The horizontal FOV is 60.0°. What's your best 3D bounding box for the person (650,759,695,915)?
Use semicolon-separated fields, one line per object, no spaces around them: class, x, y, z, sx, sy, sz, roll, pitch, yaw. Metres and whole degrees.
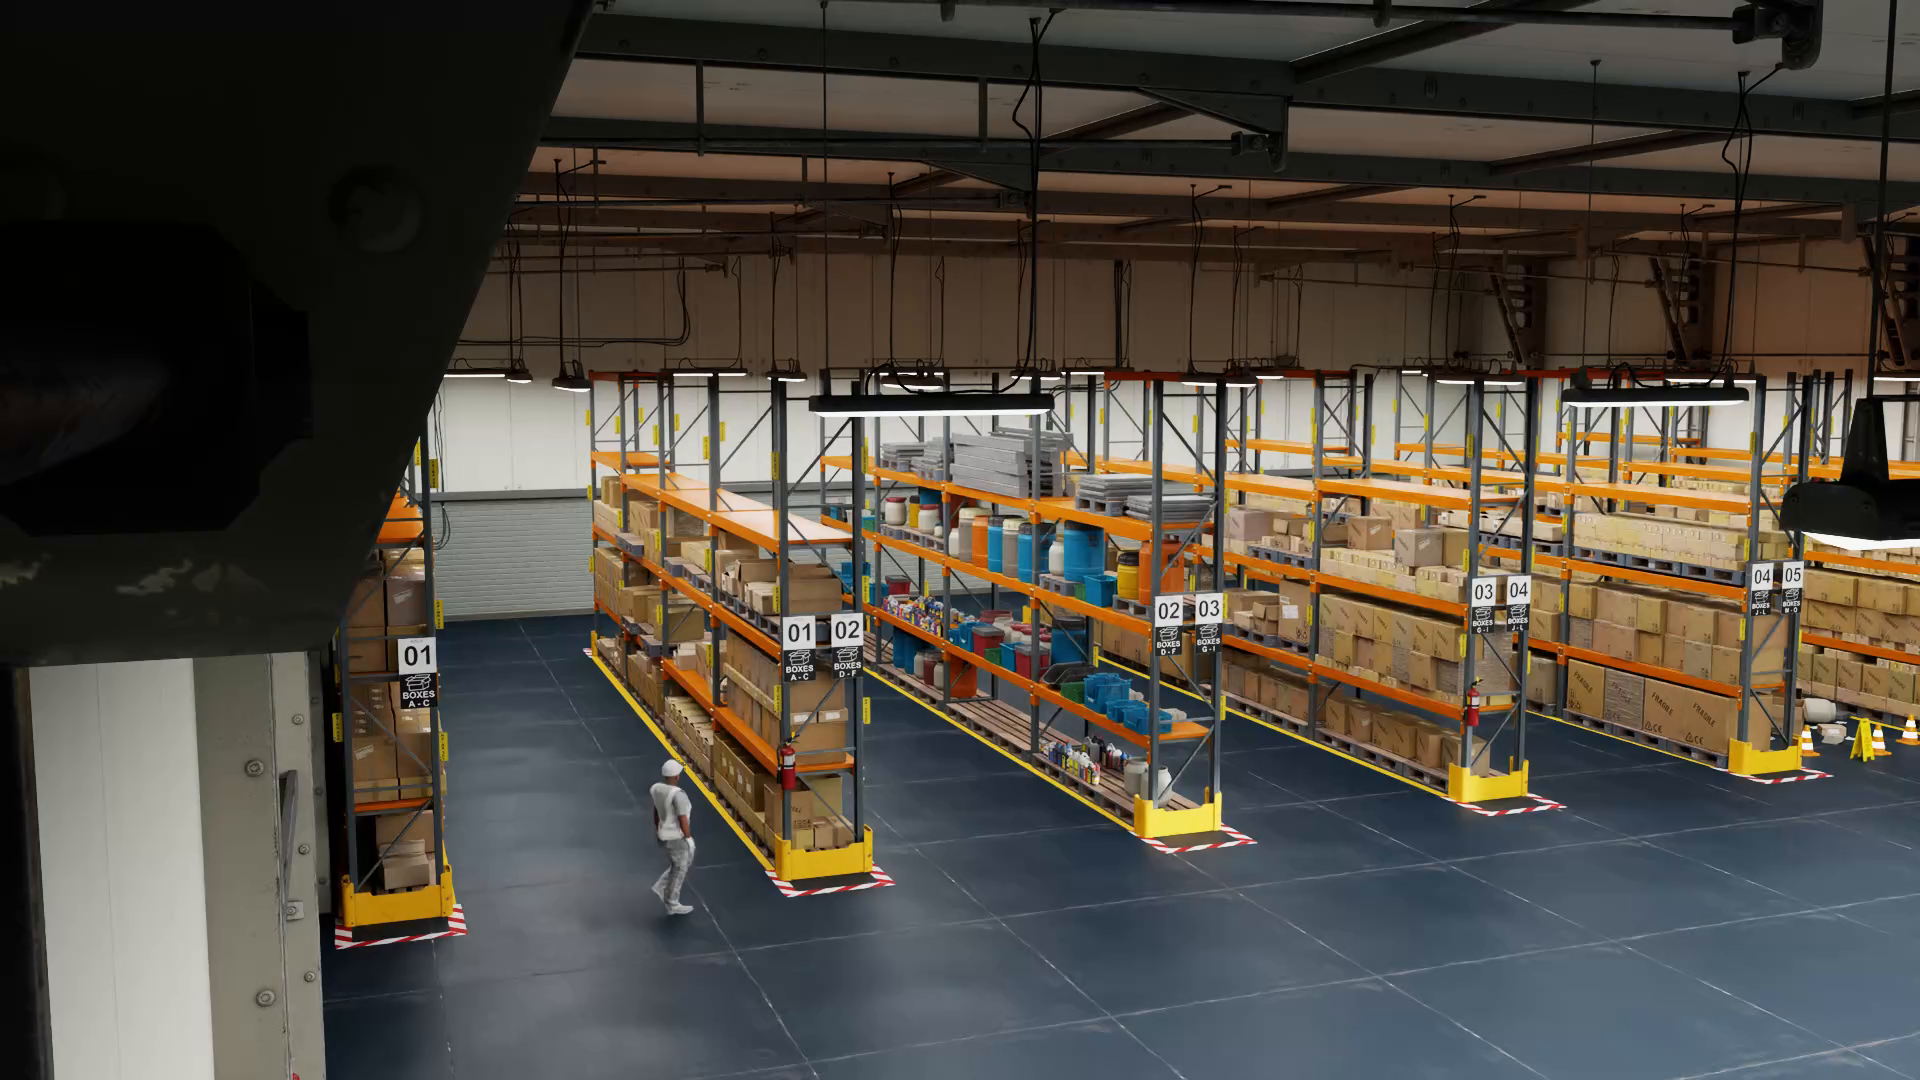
person;-3.222;3.341;18.739;0.491;1.771;0.531;-2;7;-15
